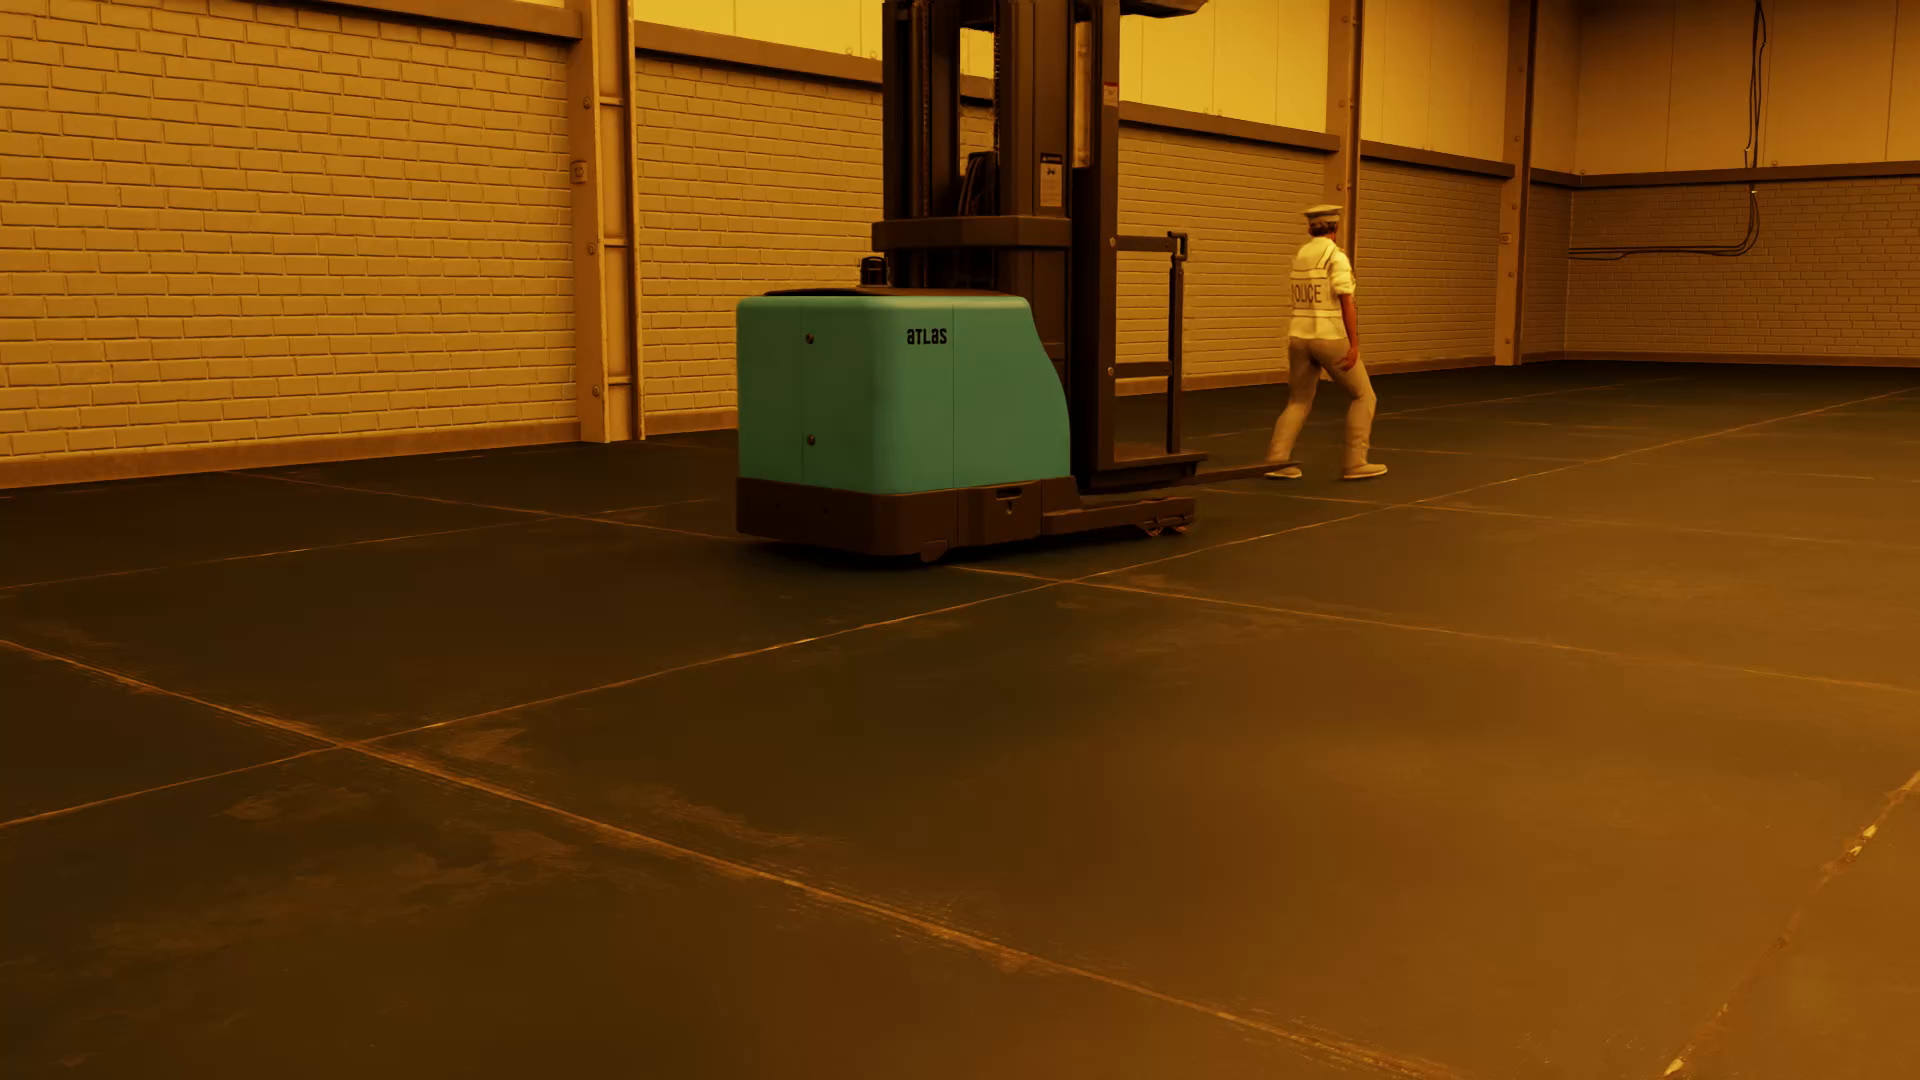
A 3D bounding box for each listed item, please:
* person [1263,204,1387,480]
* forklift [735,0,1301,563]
[{"bbox_3d":[2.167,-1.158,9.790,0.636,1.611,0.566,-5,10,-33],"label":"person"},{"bbox_3d":[0.446,-1.516,7.642,3.031,2.935,1.130,-8,11,-43],"label":"forklift"}]
